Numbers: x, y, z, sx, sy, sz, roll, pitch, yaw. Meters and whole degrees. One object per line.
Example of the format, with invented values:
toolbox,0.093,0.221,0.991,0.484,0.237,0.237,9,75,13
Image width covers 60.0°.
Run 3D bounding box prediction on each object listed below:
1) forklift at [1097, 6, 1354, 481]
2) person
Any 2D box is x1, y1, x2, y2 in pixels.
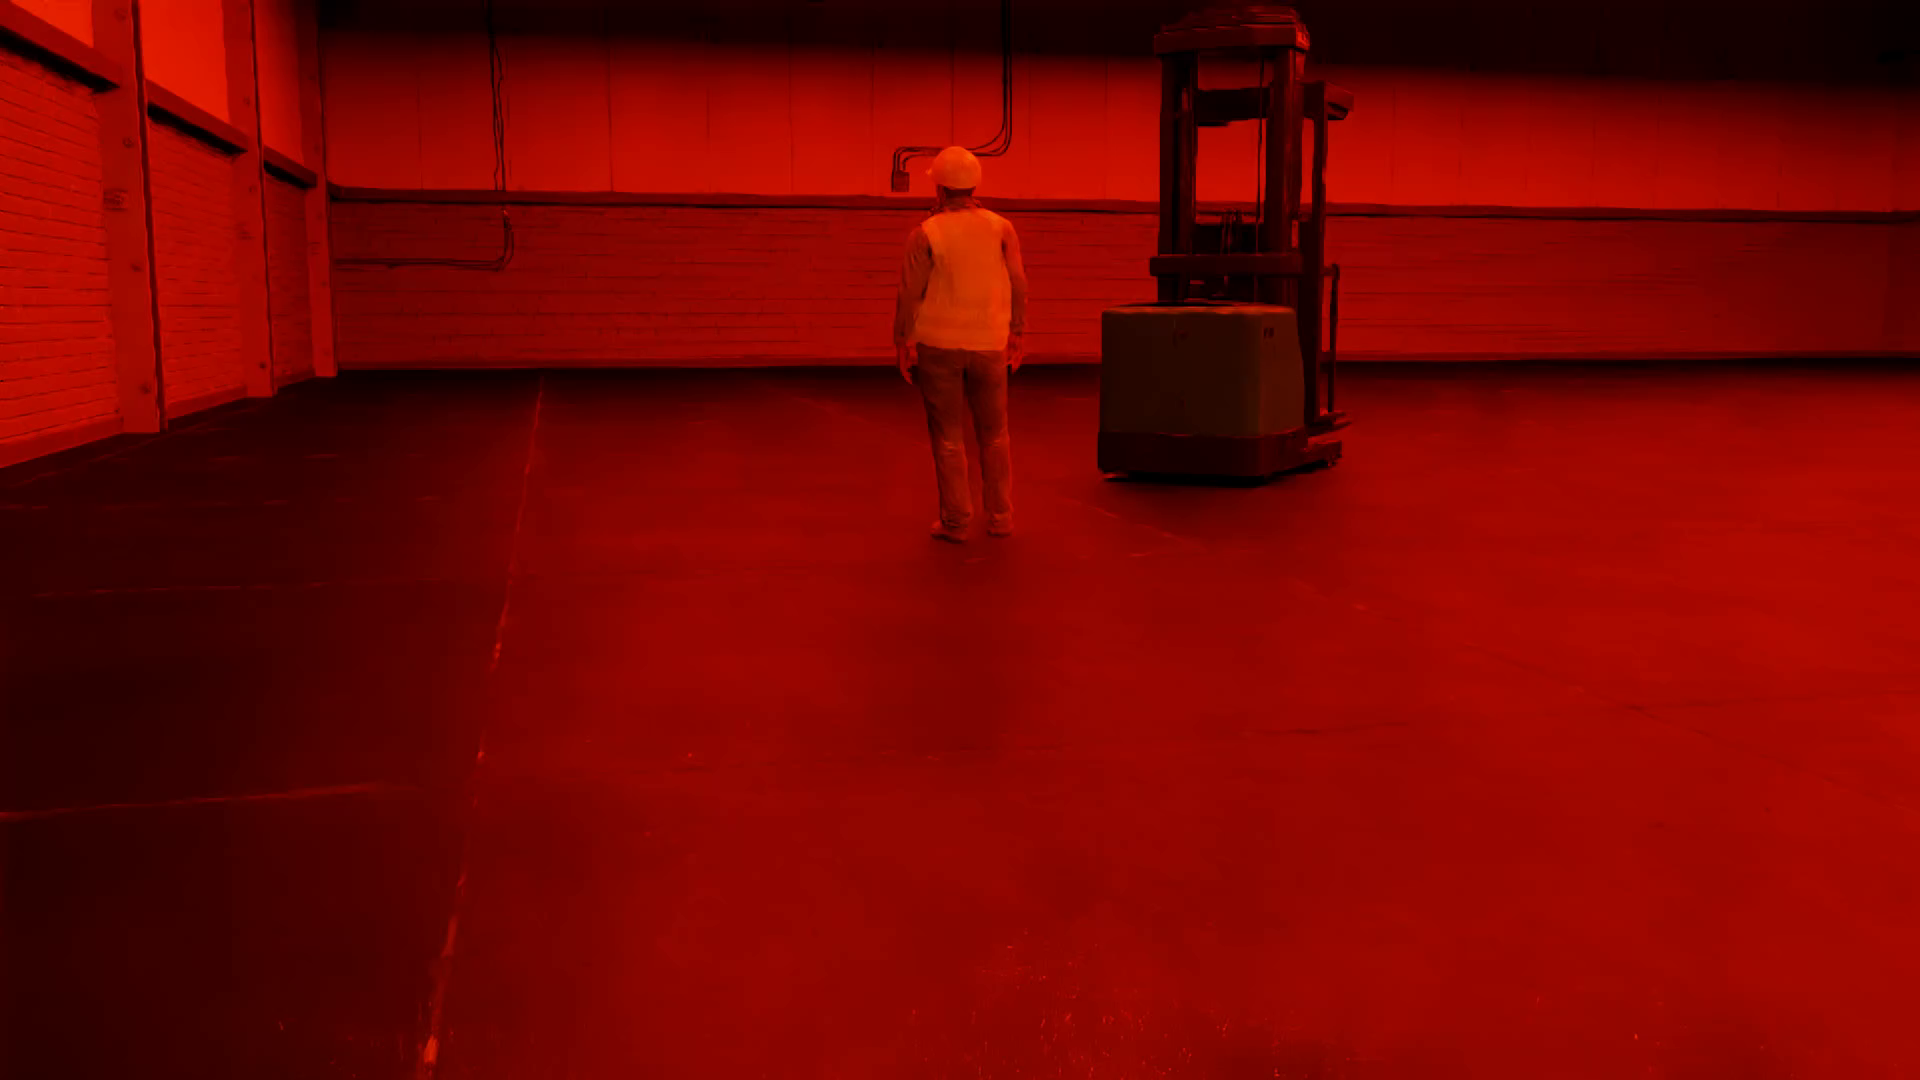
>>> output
forklift,1.980,-1.973,11.229,1.130,2.935,3.031,4,9,27
person,-0.007,-0.894,7.645,0.632,1.773,0.567,-2,8,-13
